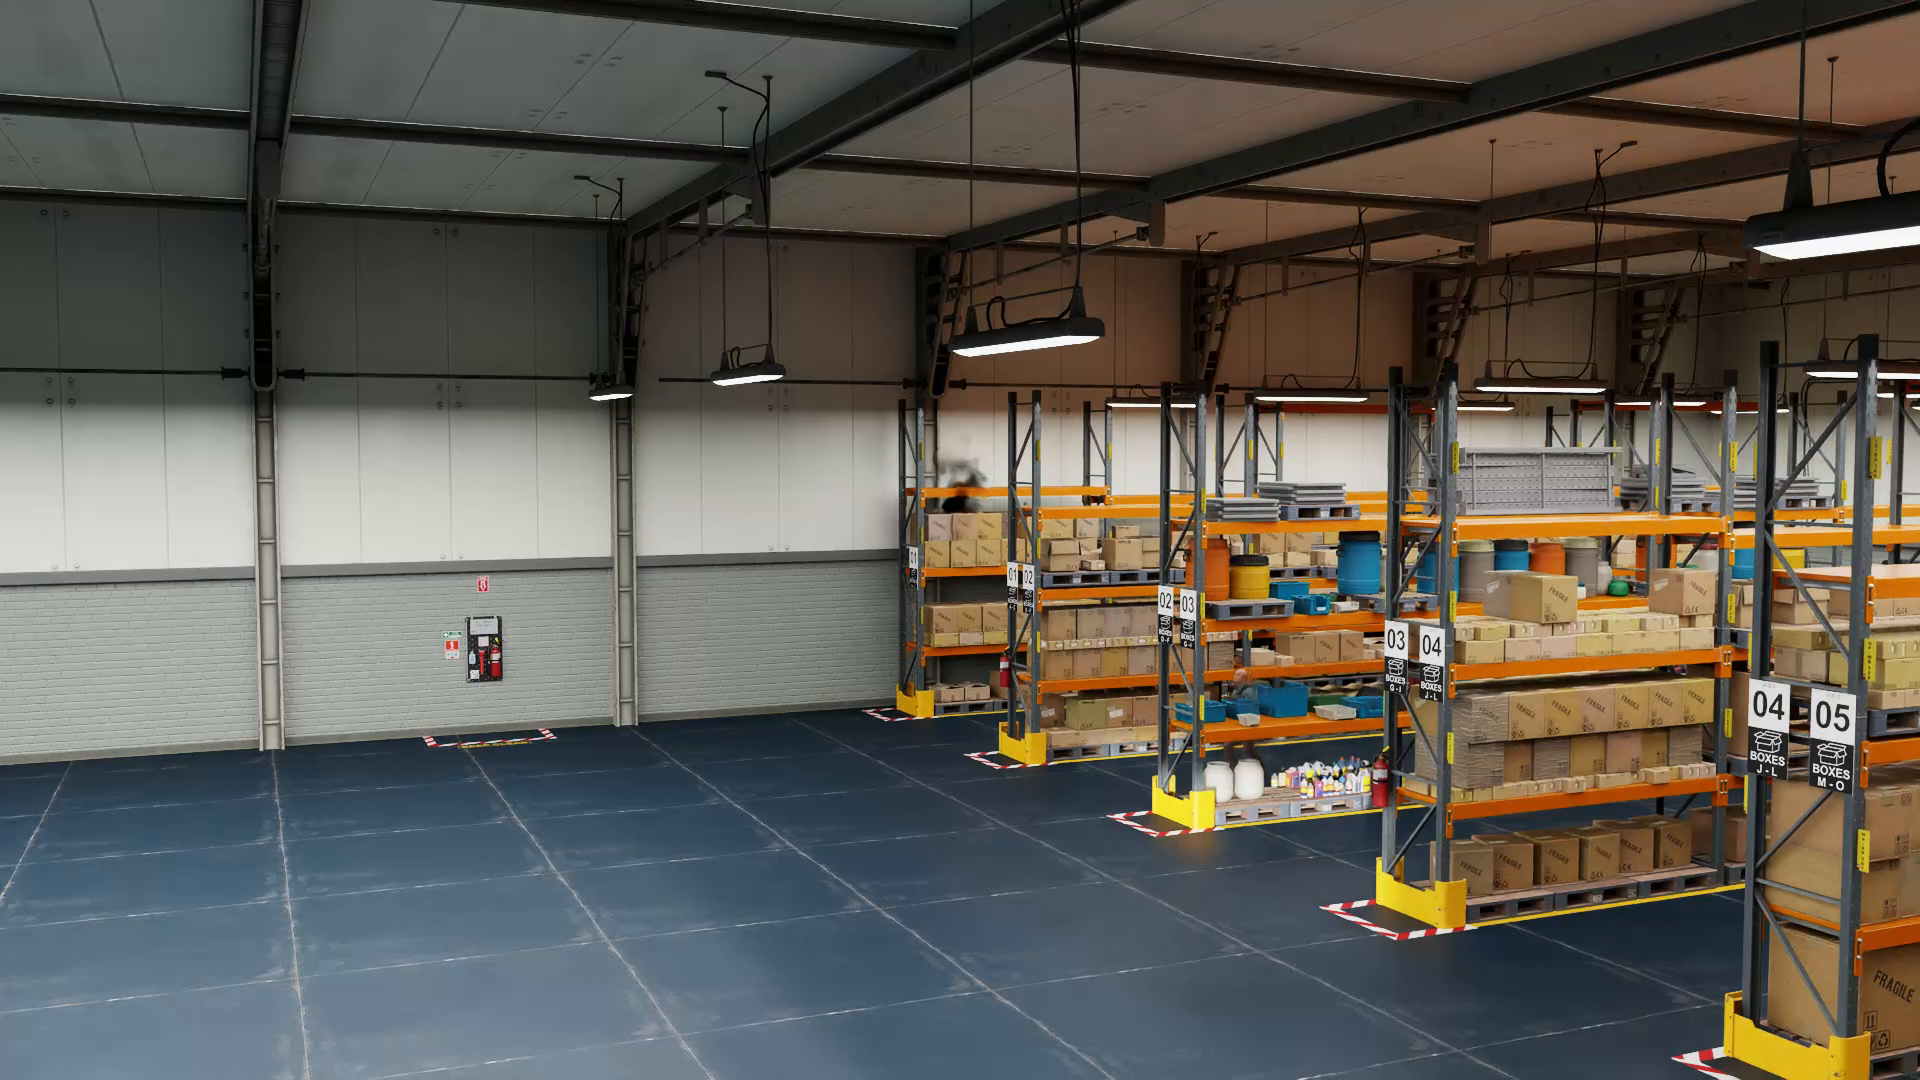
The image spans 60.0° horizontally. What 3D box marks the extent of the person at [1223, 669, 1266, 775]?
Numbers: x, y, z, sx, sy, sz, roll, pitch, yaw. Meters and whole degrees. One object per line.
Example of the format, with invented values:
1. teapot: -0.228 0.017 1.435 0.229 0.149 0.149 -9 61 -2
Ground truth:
1. person: 4.305 2.832 25.210 0.793 1.772 0.644 -2 4 -28
